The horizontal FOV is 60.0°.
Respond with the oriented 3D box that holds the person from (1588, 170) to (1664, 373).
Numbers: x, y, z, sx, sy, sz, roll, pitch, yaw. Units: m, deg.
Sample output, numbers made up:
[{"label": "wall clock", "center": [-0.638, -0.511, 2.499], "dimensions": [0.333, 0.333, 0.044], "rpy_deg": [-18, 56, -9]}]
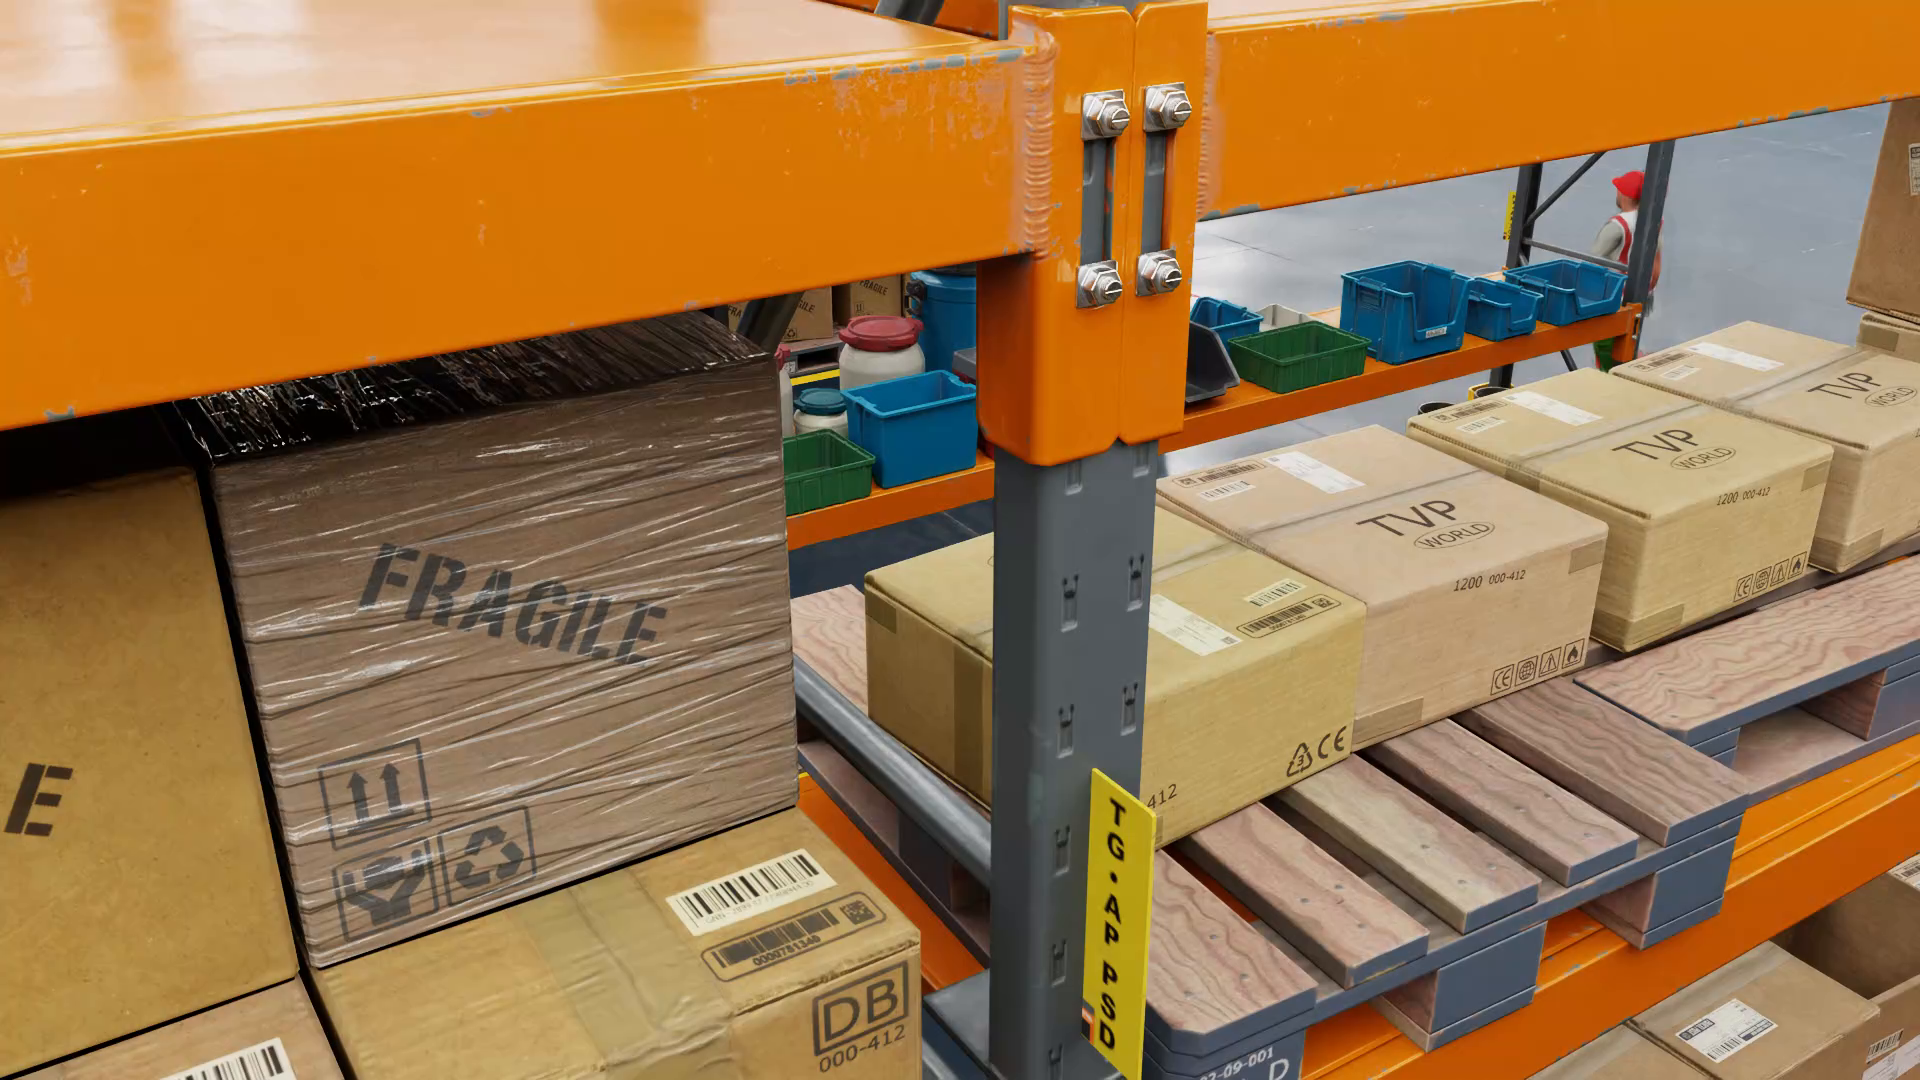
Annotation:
[{"label": "person", "center": [4.612, -1.678, 11.708], "dimensions": [0.617, 1.843, 0.517], "rpy_deg": [-15, 29, -28]}]
